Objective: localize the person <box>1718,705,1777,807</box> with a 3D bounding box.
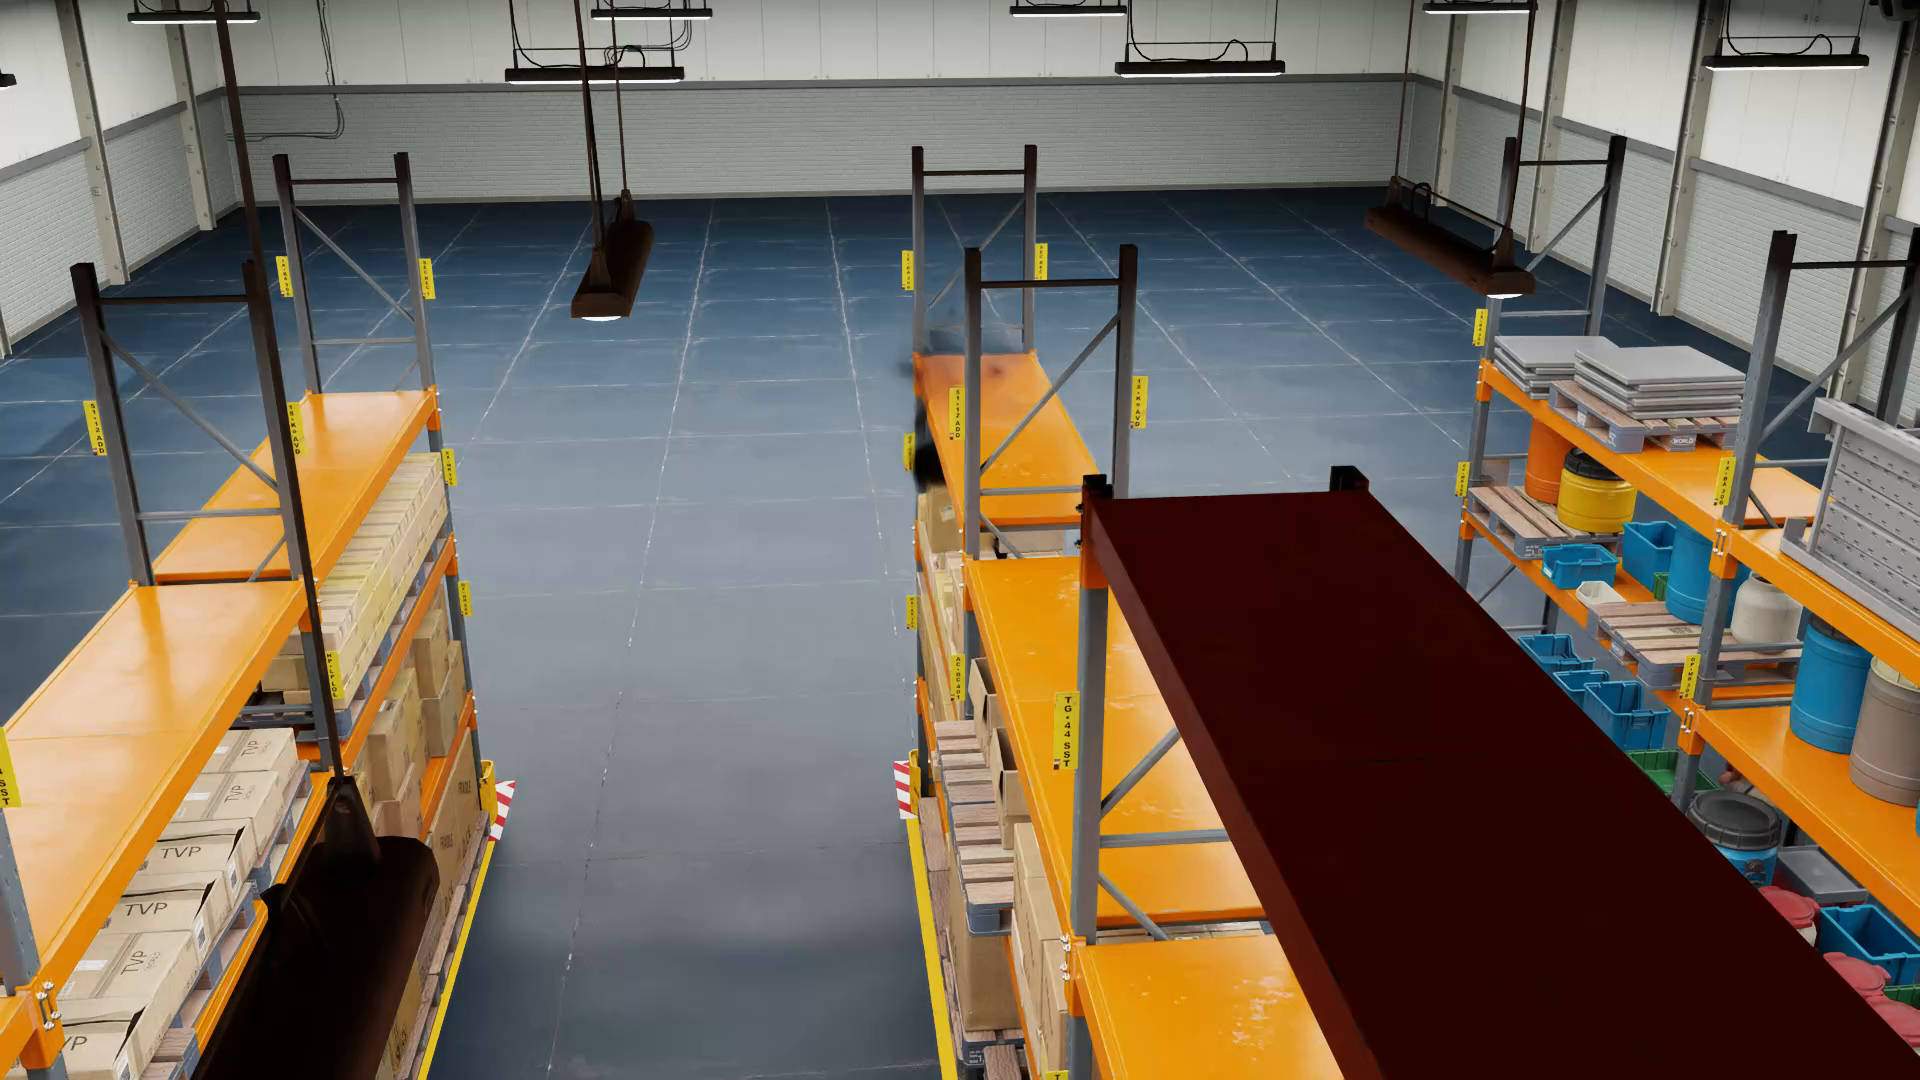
[{"bbox_3d":[6.605,2.101,13.939,0.661,1.721,0.973,-4,22,-11],"label":"person"}]
